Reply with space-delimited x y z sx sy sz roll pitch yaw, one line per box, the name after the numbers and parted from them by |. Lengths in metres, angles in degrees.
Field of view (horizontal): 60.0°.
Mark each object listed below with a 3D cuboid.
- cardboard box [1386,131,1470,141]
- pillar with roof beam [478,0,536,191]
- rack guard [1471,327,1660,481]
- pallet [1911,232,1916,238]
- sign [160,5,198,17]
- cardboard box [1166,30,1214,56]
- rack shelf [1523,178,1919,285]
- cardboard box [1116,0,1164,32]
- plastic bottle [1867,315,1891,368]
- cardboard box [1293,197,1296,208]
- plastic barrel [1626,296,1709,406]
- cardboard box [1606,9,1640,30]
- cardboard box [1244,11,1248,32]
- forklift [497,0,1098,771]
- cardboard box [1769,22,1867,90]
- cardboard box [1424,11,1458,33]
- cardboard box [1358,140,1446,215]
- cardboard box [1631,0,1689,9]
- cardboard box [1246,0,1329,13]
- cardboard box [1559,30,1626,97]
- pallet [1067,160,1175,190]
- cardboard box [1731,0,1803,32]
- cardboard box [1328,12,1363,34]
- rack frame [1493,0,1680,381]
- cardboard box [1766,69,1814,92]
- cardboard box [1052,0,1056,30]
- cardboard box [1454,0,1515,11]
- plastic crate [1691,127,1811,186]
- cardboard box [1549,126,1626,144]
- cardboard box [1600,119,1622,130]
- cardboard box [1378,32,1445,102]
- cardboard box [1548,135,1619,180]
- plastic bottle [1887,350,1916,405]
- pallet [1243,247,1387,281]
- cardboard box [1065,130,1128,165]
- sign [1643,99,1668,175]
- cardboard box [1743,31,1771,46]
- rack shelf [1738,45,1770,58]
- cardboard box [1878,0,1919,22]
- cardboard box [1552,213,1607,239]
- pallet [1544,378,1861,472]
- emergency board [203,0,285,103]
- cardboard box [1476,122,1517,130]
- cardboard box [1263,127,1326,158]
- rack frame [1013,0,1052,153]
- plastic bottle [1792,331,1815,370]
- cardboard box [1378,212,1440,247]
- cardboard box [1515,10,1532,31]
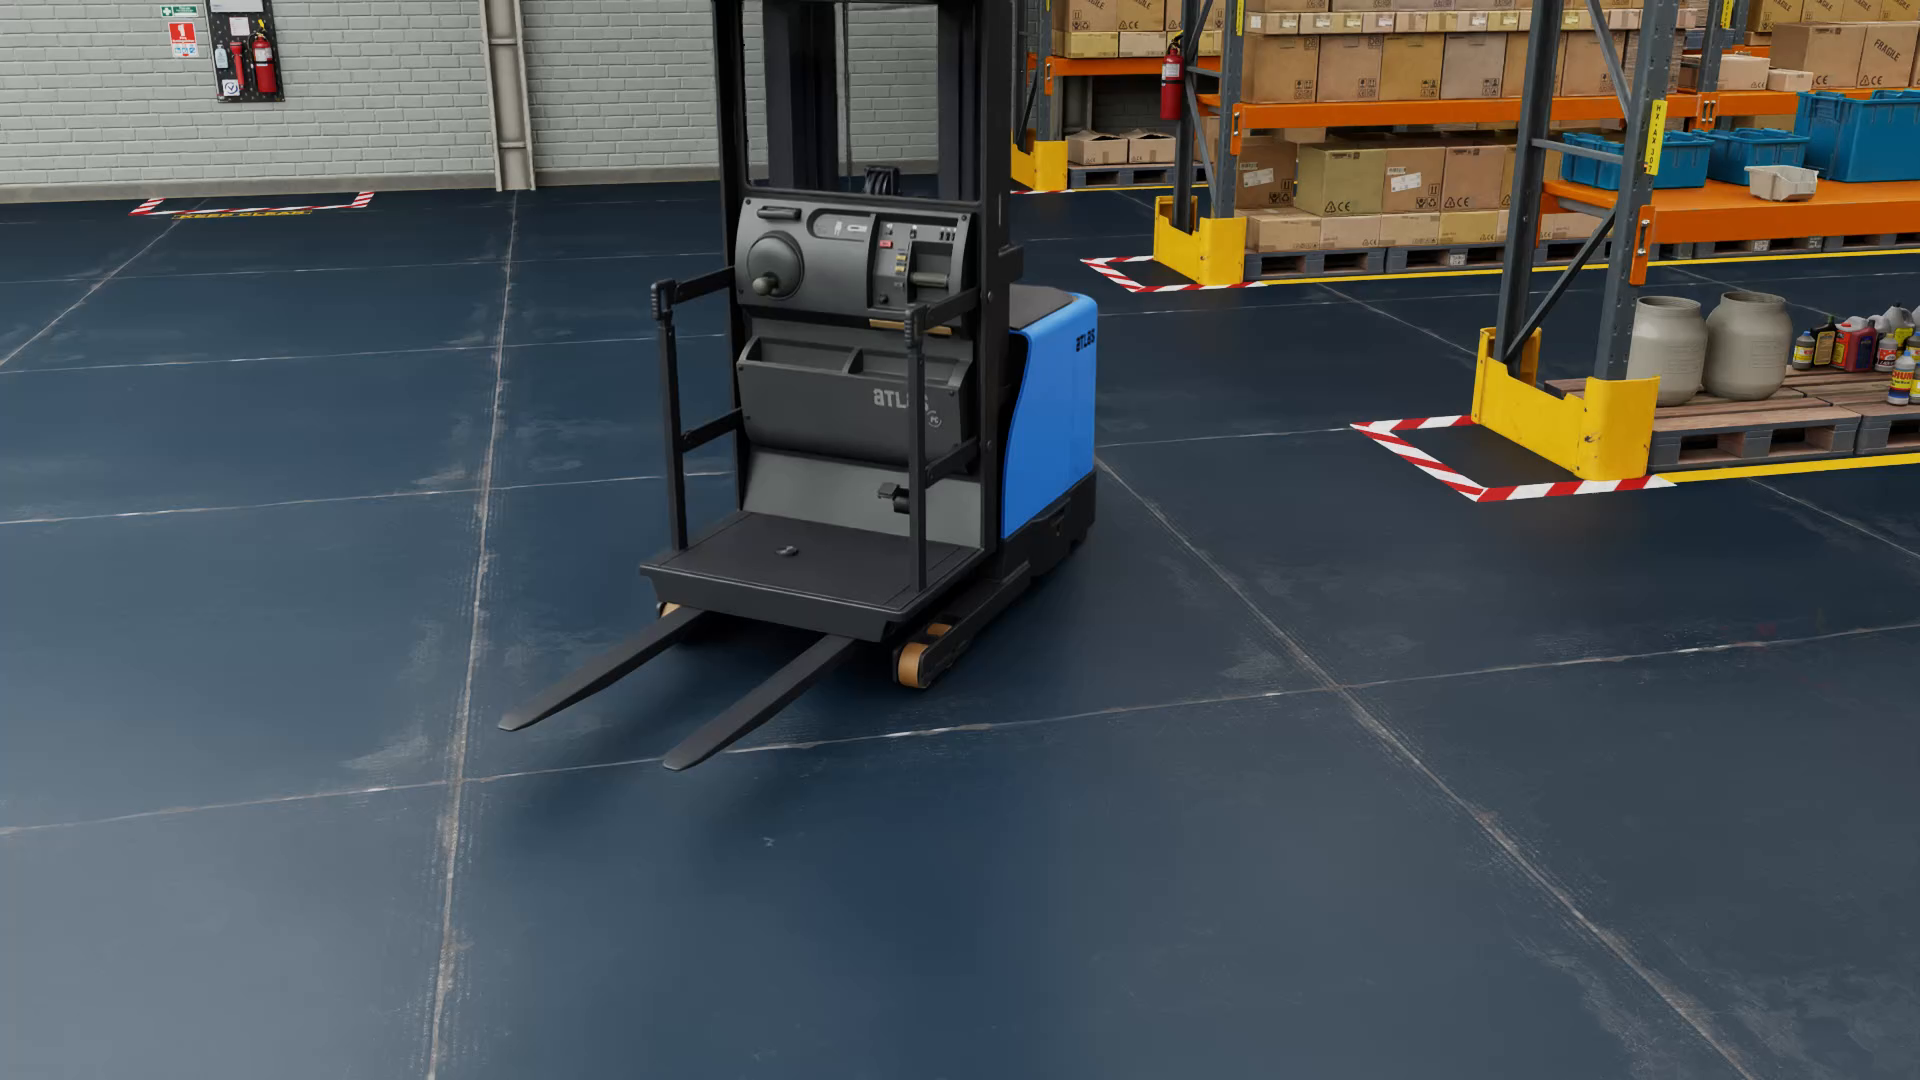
3.799 -3.058 13.600 0.500 0.500 0.500 -5 21 -12 | cardboard box
-3.621 -6.439 11.809 0.400 9.000 9.100 -5 21 -12 | pillar with roof beam
3.088 -0.725 8.566 0.348 0.500 1.175 -5 21 -12 | rack guard
8.864 -2.807 14.670 1.213 0.211 1.003 -5 21 -12 | pallet
-7.581 -5.134 16.146 0.331 0.109 0.001 -5 21 -12 | sign
2.292 -5.148 17.197 0.500 0.250 0.500 -5 21 -13 | cardboard box
4.971 -1.697 8.633 4.000 0.370 1.077 -5 21 -12 | rack shelf
1.762 -5.457 16.949 0.500 0.500 0.500 -5 21 -12 | cardboard box
5.098 -1.118 9.326 0.135 0.276 0.152 -5 21 -14 | plastic bottle
2.826 -2.626 13.509 0.500 0.250 0.500 -5 21 -12 | cardboard box
3.648 -0.983 8.644 0.421 0.512 0.421 0 20 0 | plastic barrel
5.071 -4.069 12.974 0.250 0.149 0.380 -5 21 -14 | cardboard box
2.217 -3.981 12.732 0.250 0.149 0.380 -5 21 -13 | cardboard box
-0.483 -1.018 5.833 1.130 2.935 3.031 9 22 23 | forklift
7.045 -3.996 13.716 0.500 0.500 0.500 -3 20 -9 | cardboard box
3.573 -3.948 12.643 0.250 0.149 0.380 -5 21 -13 | cardboard box
3.431 -2.845 13.018 0.500 0.500 0.500 -5 21 -12 | cardboard box
5.351 -4.470 13.126 0.500 0.500 0.700 -5 21 -12 | cardboard box
2.397 -4.228 12.464 0.500 0.500 0.700 -5 21 -12 | cardboard box
4.839 -3.817 13.229 0.500 0.500 0.700 -5 21 -13 | cardboard box
1.618 -3.942 17.769 1.213 0.211 1.003 -5 21 -12 | pallet
9.062 -5.975 18.657 0.500 0.500 0.500 -4 21 -11 | cardboard box
2.819 -3.887 12.475 0.250 0.149 0.380 -5 21 -12 | cardboard box
3.025 -1.877 8.077 0.127 3.000 1.000 -5 21 -12 | rack frame
6.691 -3.735 13.516 0.250 0.149 0.380 -5 21 -12 | cardboard box
1.155 -5.592 17.319 0.500 0.500 0.500 -5 21 -13 | cardboard box
3.886 -4.351 12.801 0.500 0.500 0.700 -5 21 -12 | cardboard box
4.076 -1.996 8.619 0.408 0.251 0.499 -5 21 -12 | plastic crate
5.258 -3.178 13.926 0.500 0.500 0.500 -5 21 -12 | cardboard box
7.314 -4.783 19.004 0.500 0.500 0.700 -5 21 -13 | cardboard box
3.340 -3.695 12.896 0.500 0.500 0.700 -5 21 -12 | cardboard box
4.891 -2.964 13.342 0.500 0.500 0.500 -5 21 -12 | cardboard box
4.861 -0.841 8.577 0.097 0.271 0.097 0 20 0 | plastic bottle
2.623 -2.300 13.287 1.213 0.211 1.003 -5 21 -12 | pallet
1.439 -4.162 17.584 0.500 0.311 0.500 -7 21 -19 | cardboard box
3.147 -1.822 7.525 0.005 0.325 0.100 -5 21 -12 | sign
8.904 -5.666 18.757 0.250 0.149 0.380 -5 21 -13 | cardboard box
10.477 -5.647 19.414 4.000 0.370 1.077 -5 21 -12 | rack shelf
10.562 -6.096 18.988 0.500 0.500 0.500 -4 21 -11 | cardboard box
4.891 -2.612 13.470 0.500 0.250 0.500 -5 21 -12 | cardboard box
3.880 -0.652 8.786 1.213 0.211 1.003 -5 21 -12 | pallet
-7.025 -4.880 16.276 0.643 1.169 0.194 -5 21 -12 | emergency board
5.841 -4.664 18.680 0.500 0.500 0.700 -5 21 -14 | cardboard box
3.637 -4.447 18.087 0.500 0.500 0.500 -6 21 -17 | cardboard box
0.745 -5.193 17.130 0.127 3.000 1.000 -5 21 -12 | rack frame
4.711 -1.061 9.280 0.097 0.201 0.097 0 20 0 | plastic bottle
3.434 -2.489 13.136 0.500 0.250 0.500 -5 21 -12 | cardboard box
4.330 -4.010 12.812 0.250 0.149 0.380 -4 21 -11 | cardboard box
